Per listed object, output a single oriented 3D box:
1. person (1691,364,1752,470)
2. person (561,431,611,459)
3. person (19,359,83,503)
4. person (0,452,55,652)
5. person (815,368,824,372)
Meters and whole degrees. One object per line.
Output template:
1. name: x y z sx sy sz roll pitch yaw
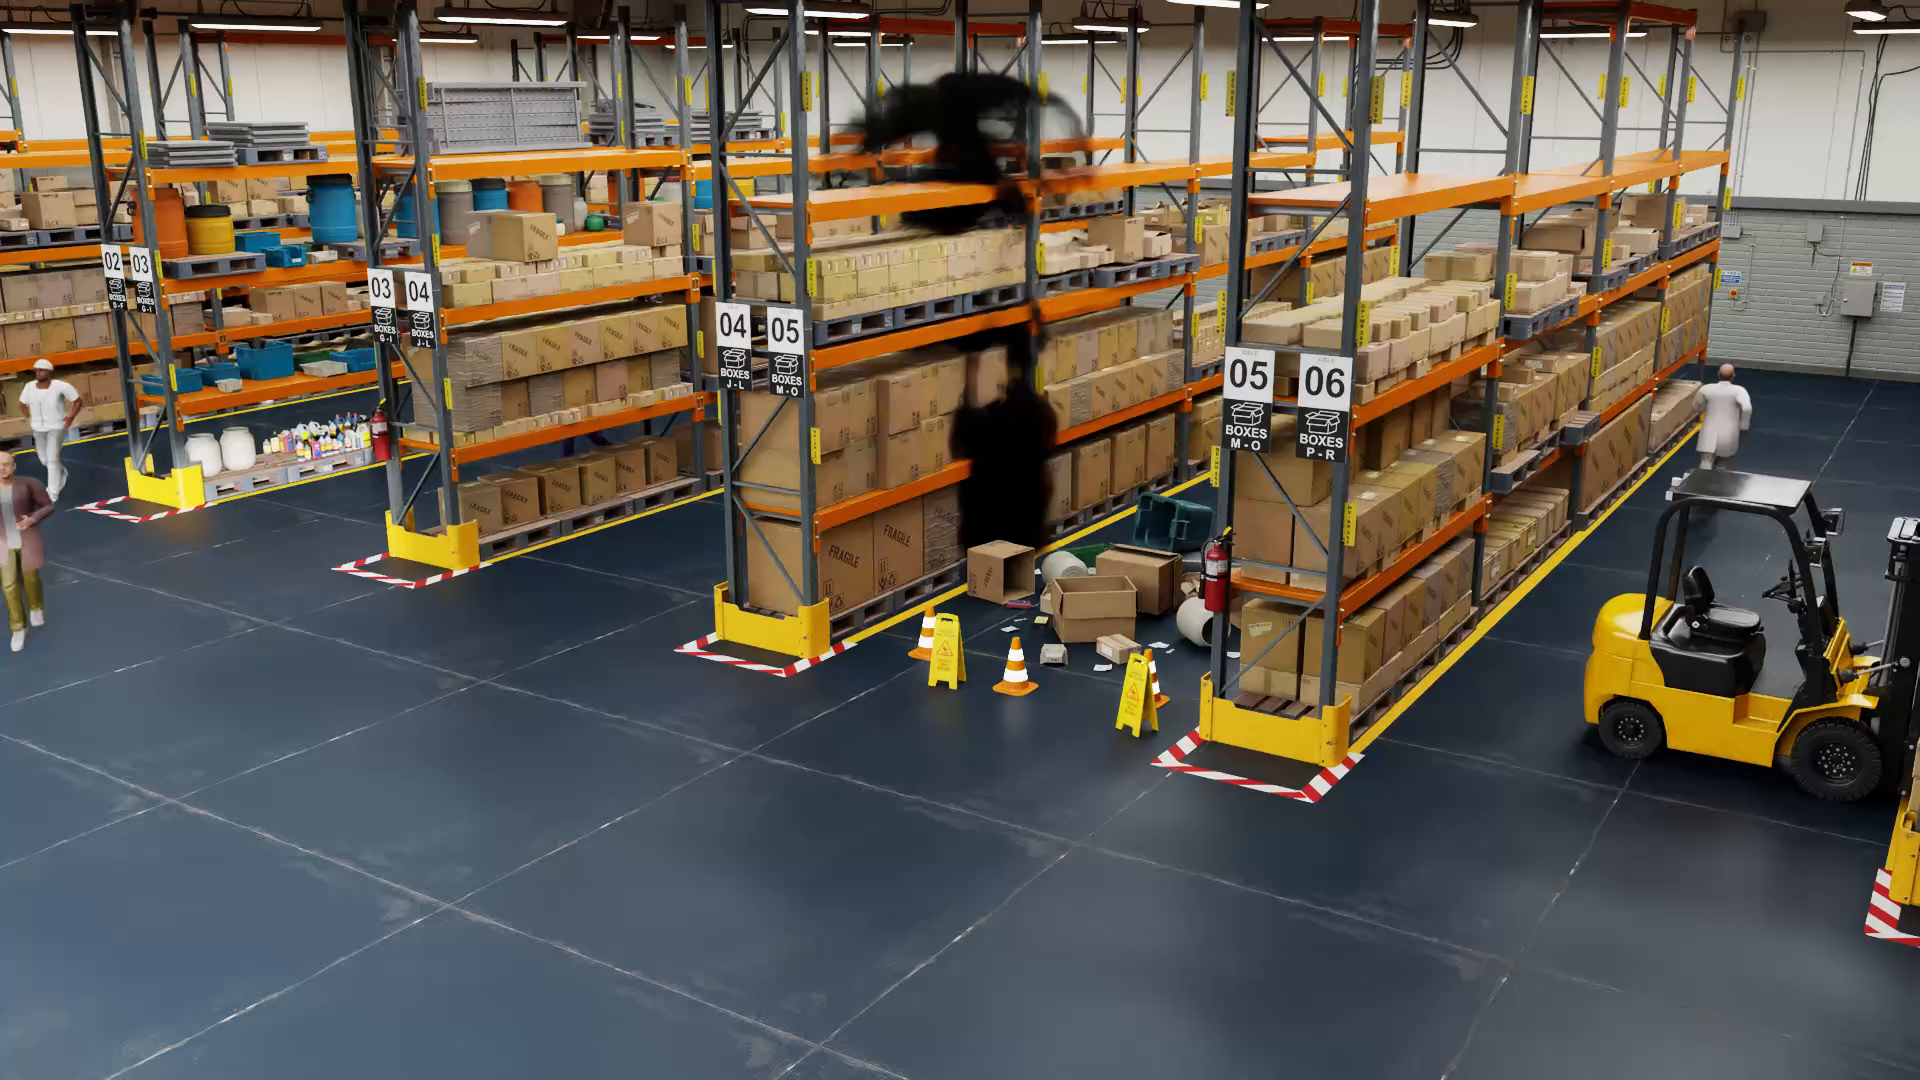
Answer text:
1. person: 9.306 -1.284 20.413 0.704 1.762 1.048 9 18 28
2. person: -5.109 -1.760 22.411 0.601 1.648 0.934 9 18 30
3. person: -11.448 -1.384 20.903 0.715 1.785 0.873 0 16 0
4. person: -8.890 0.055 15.712 0.694 1.827 0.891 -7 17 -24
5. person: -1.557 -1.167 19.267 0.591 1.738 0.730 10 18 31
